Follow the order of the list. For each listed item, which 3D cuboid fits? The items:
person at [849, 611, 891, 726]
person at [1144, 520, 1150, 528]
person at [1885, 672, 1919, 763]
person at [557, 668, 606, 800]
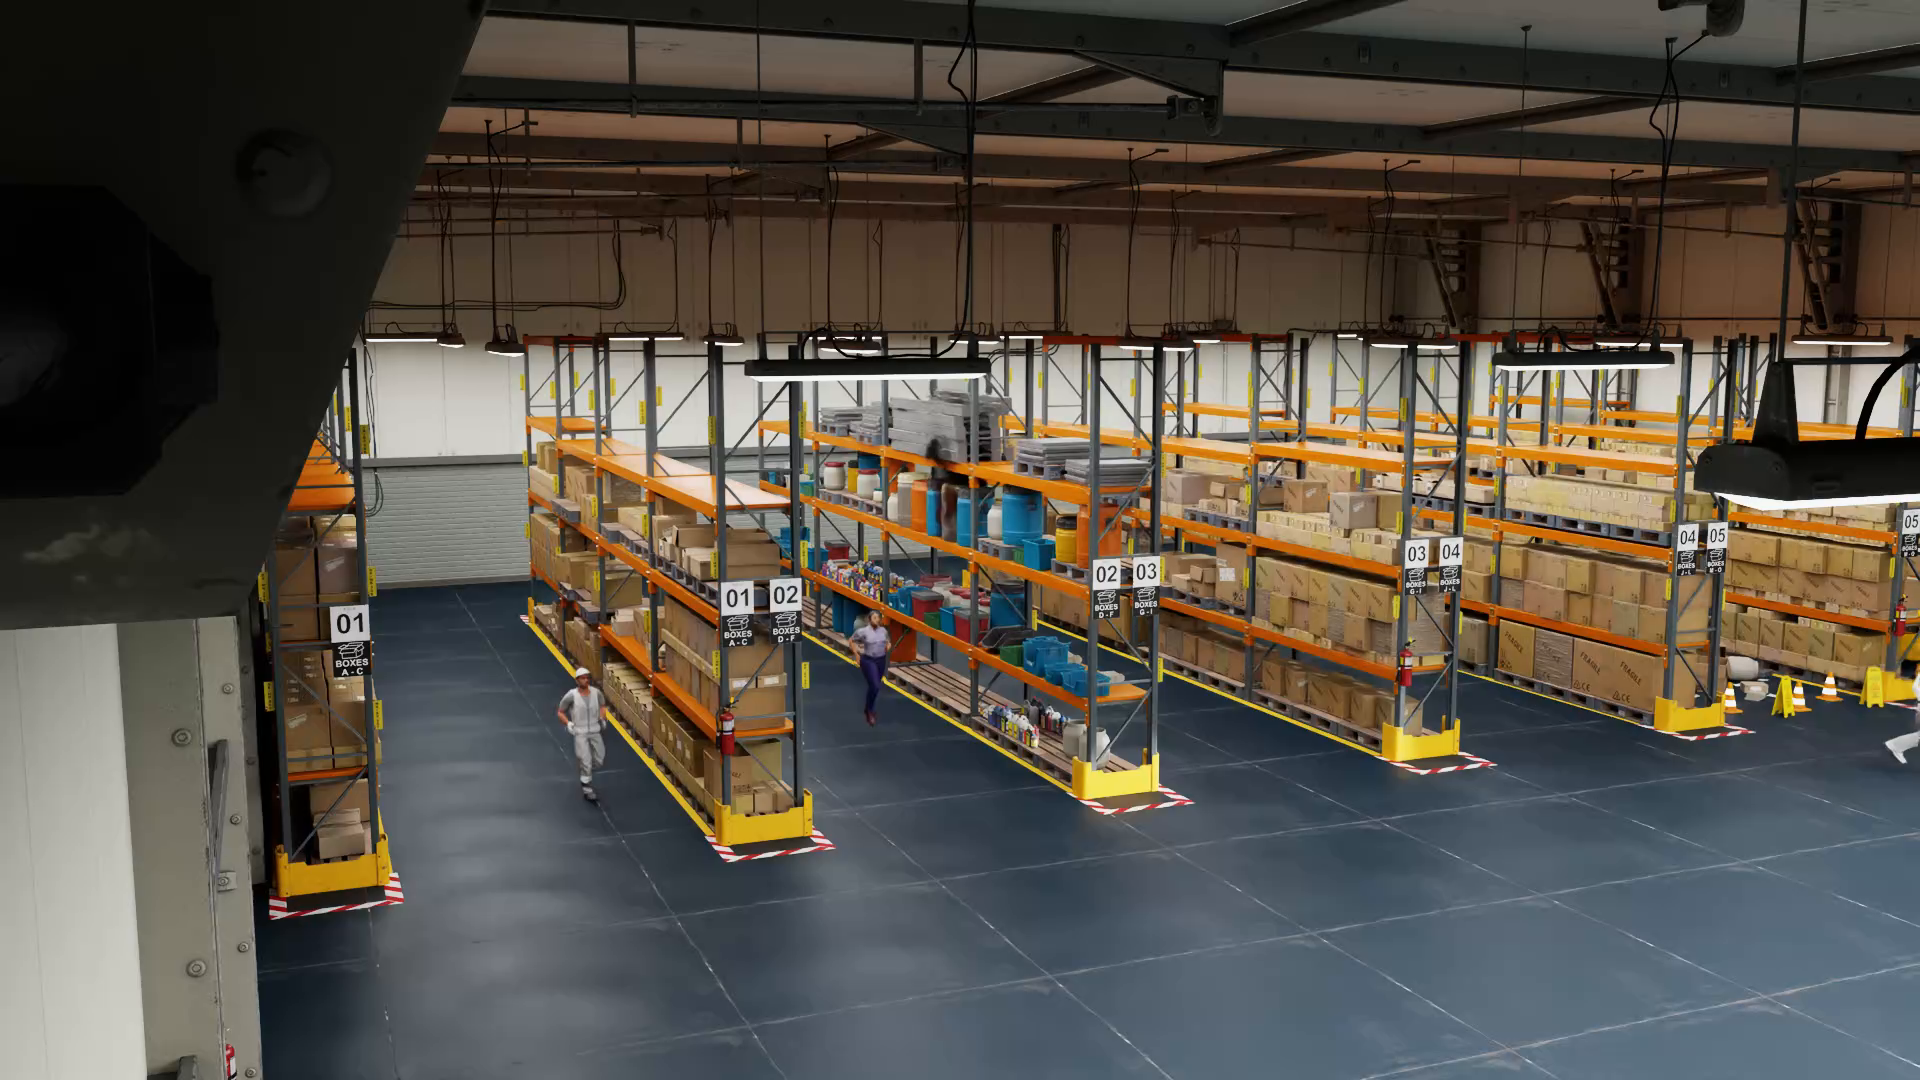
[{"bbox_3d":[-1.292,1.929,25.092,0.578,1.737,0.677,-6,10,-39],"label":"person"},{"bbox_3d":[4.289,0.398,38.238,0.677,1.754,0.850,-3,8,-22],"label":"person"},{"bbox_3d":[13.514,2.383,23.265,0.946,1.783,0.722,5,9,31],"label":"person"},{"bbox_3d":[-4.990,2.548,22.040,0.648,1.740,0.673,-5,9,-34],"label":"person"}]
